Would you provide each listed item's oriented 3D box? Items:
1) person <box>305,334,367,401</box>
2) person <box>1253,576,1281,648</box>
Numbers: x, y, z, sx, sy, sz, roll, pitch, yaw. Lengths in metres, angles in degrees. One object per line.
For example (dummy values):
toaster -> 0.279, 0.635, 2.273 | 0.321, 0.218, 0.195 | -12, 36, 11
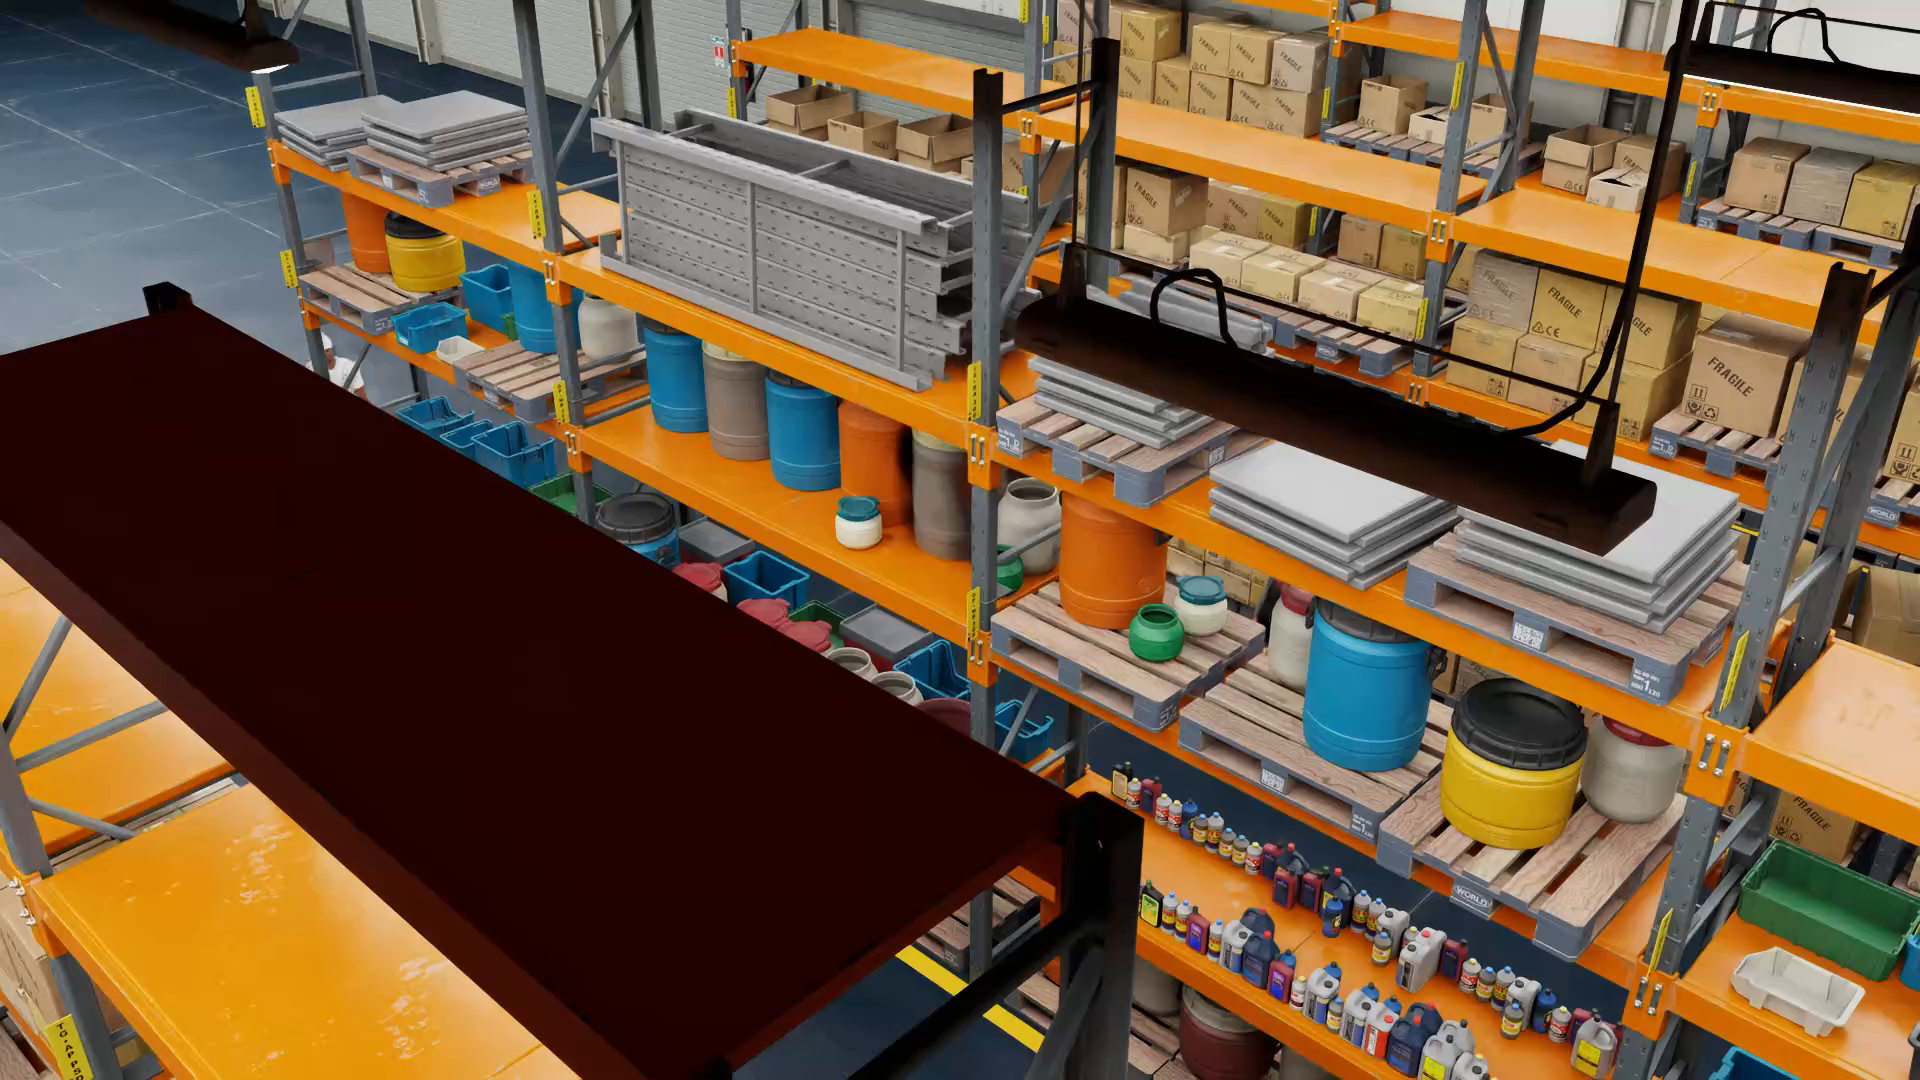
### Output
person -> -6.239, -1.275, 16.722 | 0.548, 1.740, 0.720 | 15, 33, 24
person -> 2.494, 0.827, 12.992 | 0.632, 1.701, 0.660 | 16, 33, 25
